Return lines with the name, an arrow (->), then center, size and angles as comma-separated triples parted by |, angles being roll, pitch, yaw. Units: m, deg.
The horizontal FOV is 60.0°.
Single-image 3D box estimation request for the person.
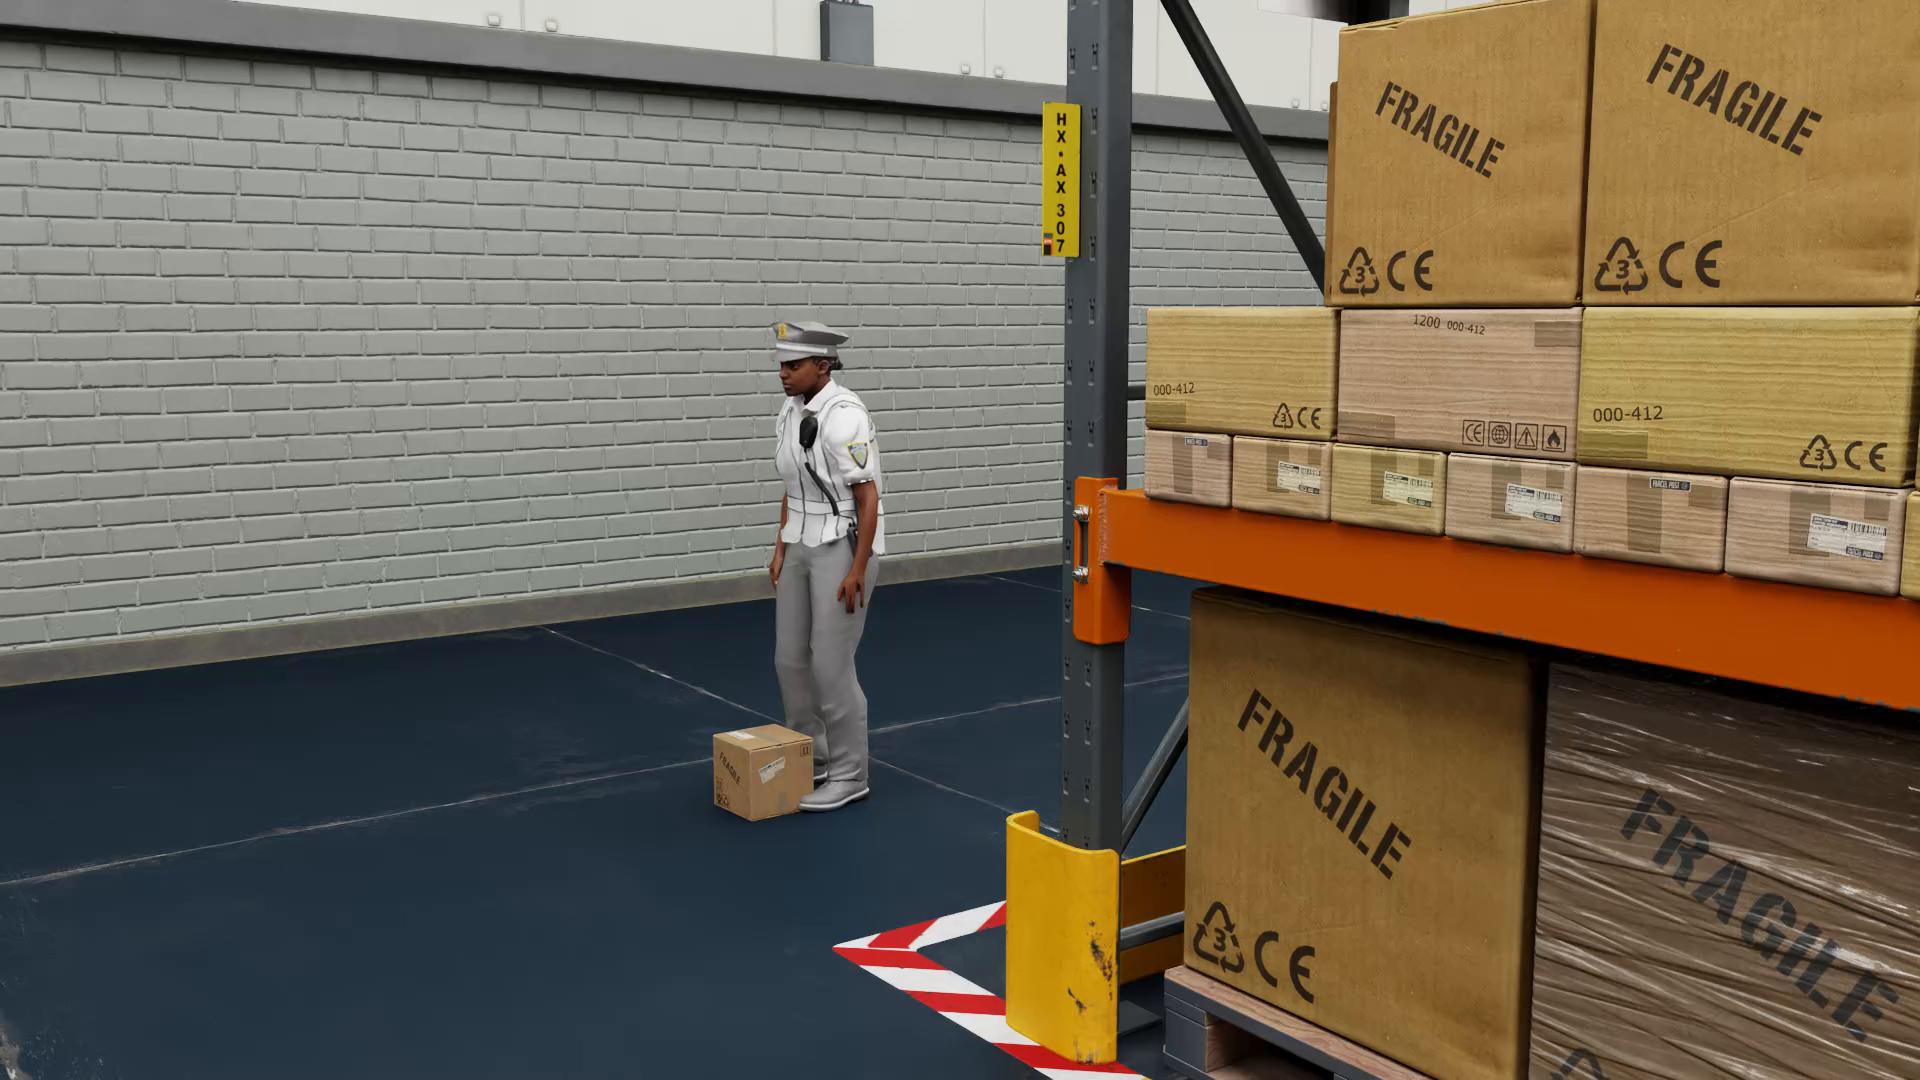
person -> -0.487, 0.077, 5.751 | 0.397, 1.661, 0.531 | -7, 10, -39
